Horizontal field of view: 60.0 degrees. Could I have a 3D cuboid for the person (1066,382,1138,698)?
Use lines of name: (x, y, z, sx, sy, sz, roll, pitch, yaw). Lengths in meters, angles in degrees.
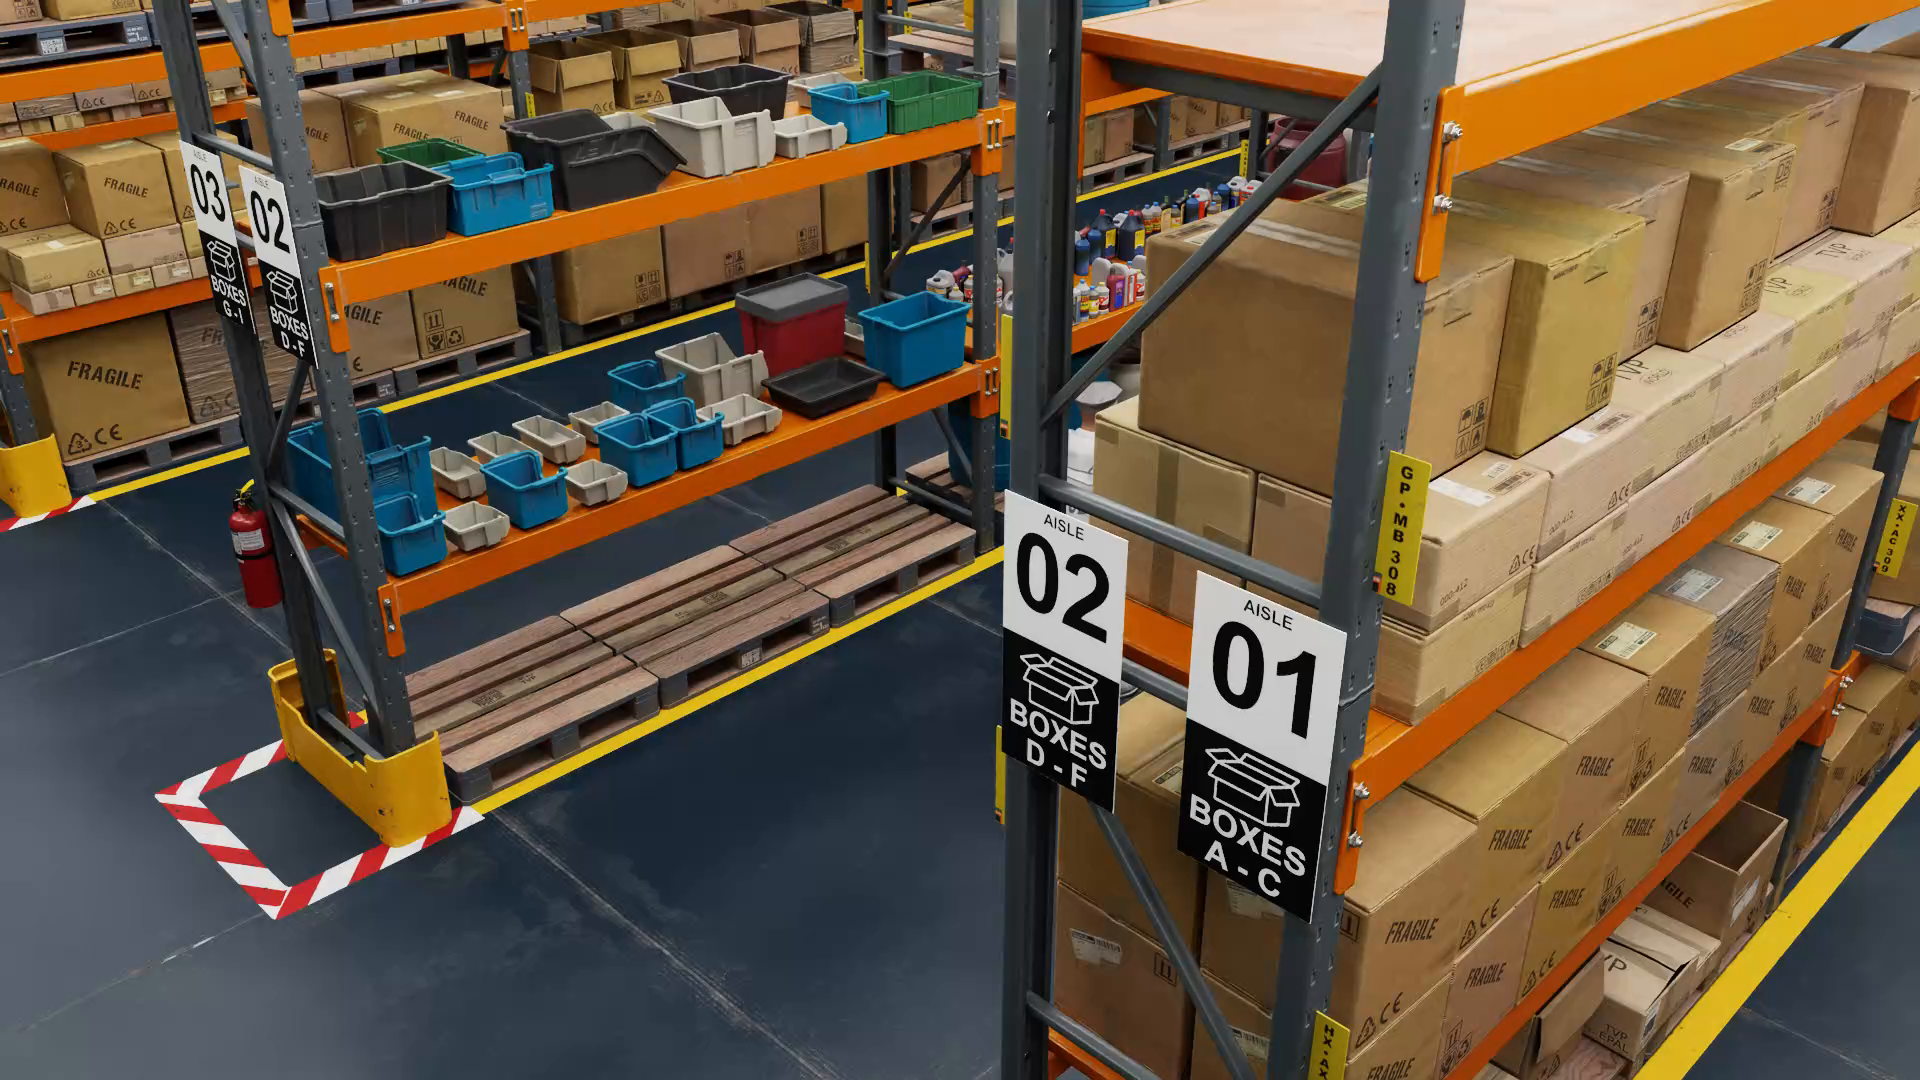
person: (0.665, 0.027, 8.854, 0.585, 1.749, 0.434, 25, 36, 39)
